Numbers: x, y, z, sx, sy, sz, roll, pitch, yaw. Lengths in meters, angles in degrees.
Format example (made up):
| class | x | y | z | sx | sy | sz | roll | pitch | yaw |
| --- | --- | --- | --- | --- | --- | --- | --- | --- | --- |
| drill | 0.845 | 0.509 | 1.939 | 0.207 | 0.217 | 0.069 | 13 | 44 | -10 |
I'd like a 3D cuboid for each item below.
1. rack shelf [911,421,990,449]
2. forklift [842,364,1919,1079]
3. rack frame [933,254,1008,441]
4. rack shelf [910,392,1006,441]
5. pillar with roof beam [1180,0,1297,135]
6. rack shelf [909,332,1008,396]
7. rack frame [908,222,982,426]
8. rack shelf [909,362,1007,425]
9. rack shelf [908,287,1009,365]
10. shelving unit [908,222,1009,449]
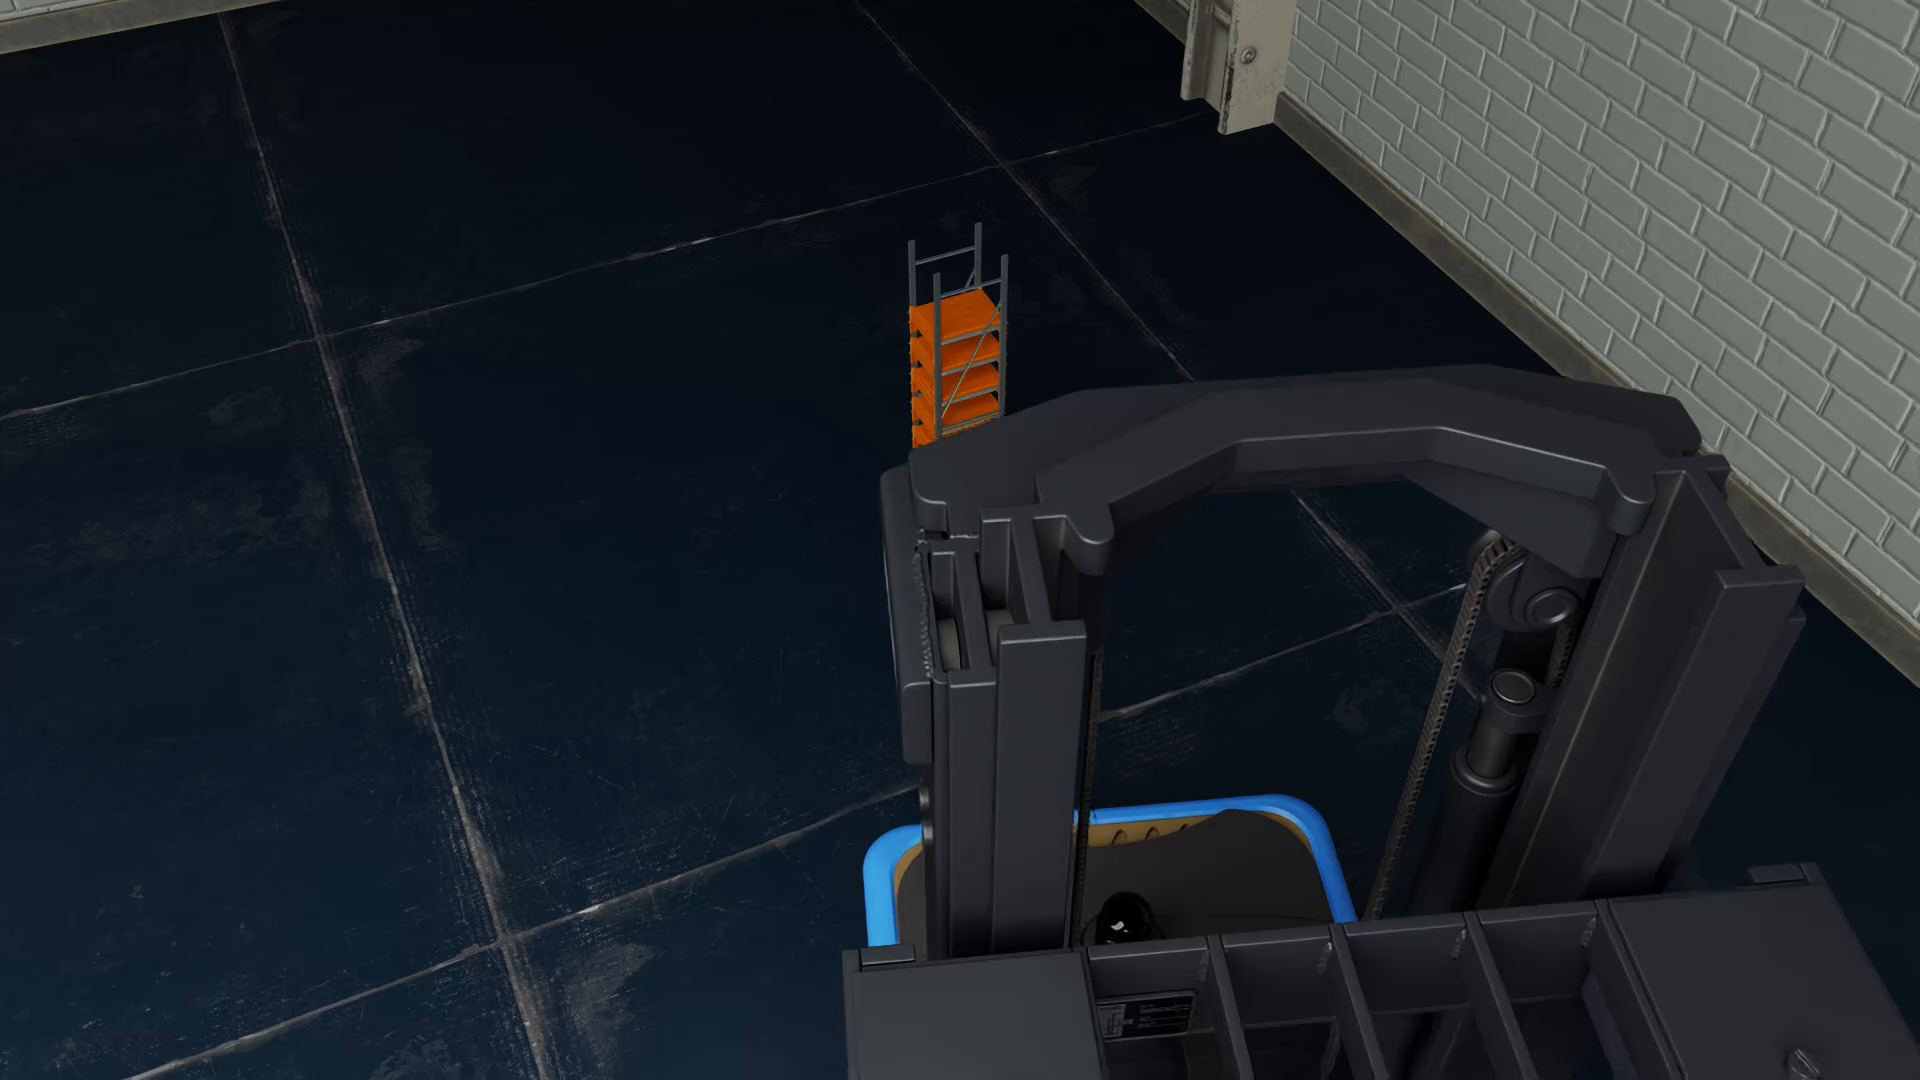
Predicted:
| class | x | y | z | sx | sy | sz | roll | pitch | yaw |
| --- | --- | --- | --- | --- | --- | --- | --- | --- | --- |
| rack shelf | -0.006 | -0.319 | 5.453 | 0.258 | 0.103 | 0.180 | -18 | 47 | -17 |
| forklift | 0.444 | 1.340 | 2.305 | 1.130 | 2.935 | 3.031 | -4 | 45 | -4 |
| rack frame | 0.032 | -0.378 | 5.279 | 0.240 | 1.200 | 0.006 | -18 | 47 | -17 |
| rack shelf | -0.006 | -0.405 | 5.369 | 0.258 | 0.103 | 0.180 | -18 | 47 | -17 |
| pillar with roof beam | -2.642 | -3.962 | 3.358 | 9.100 | 9.000 | 0.400 | -18 | 47 | -17 |
| rack shelf | -0.006 | -0.576 | 5.201 | 0.258 | 0.103 | 0.180 | -18 | 47 | -17 |
| rack frame | -0.045 | -0.495 | 5.397 | 0.240 | 1.200 | 0.006 | -18 | 47 | -17 |
| rack shelf | -0.006 | -0.490 | 5.285 | 0.258 | 0.103 | 0.180 | -18 | 47 | -17 |
| rack shelf | -0.006 | -0.661 | 5.116 | 0.258 | 0.103 | 0.180 | -18 | 47 | -17 |
| shelving unit | -0.006 | -0.436 | 5.338 | 0.258 | 1.200 | 0.189 | -18 | 47 | -17 |
